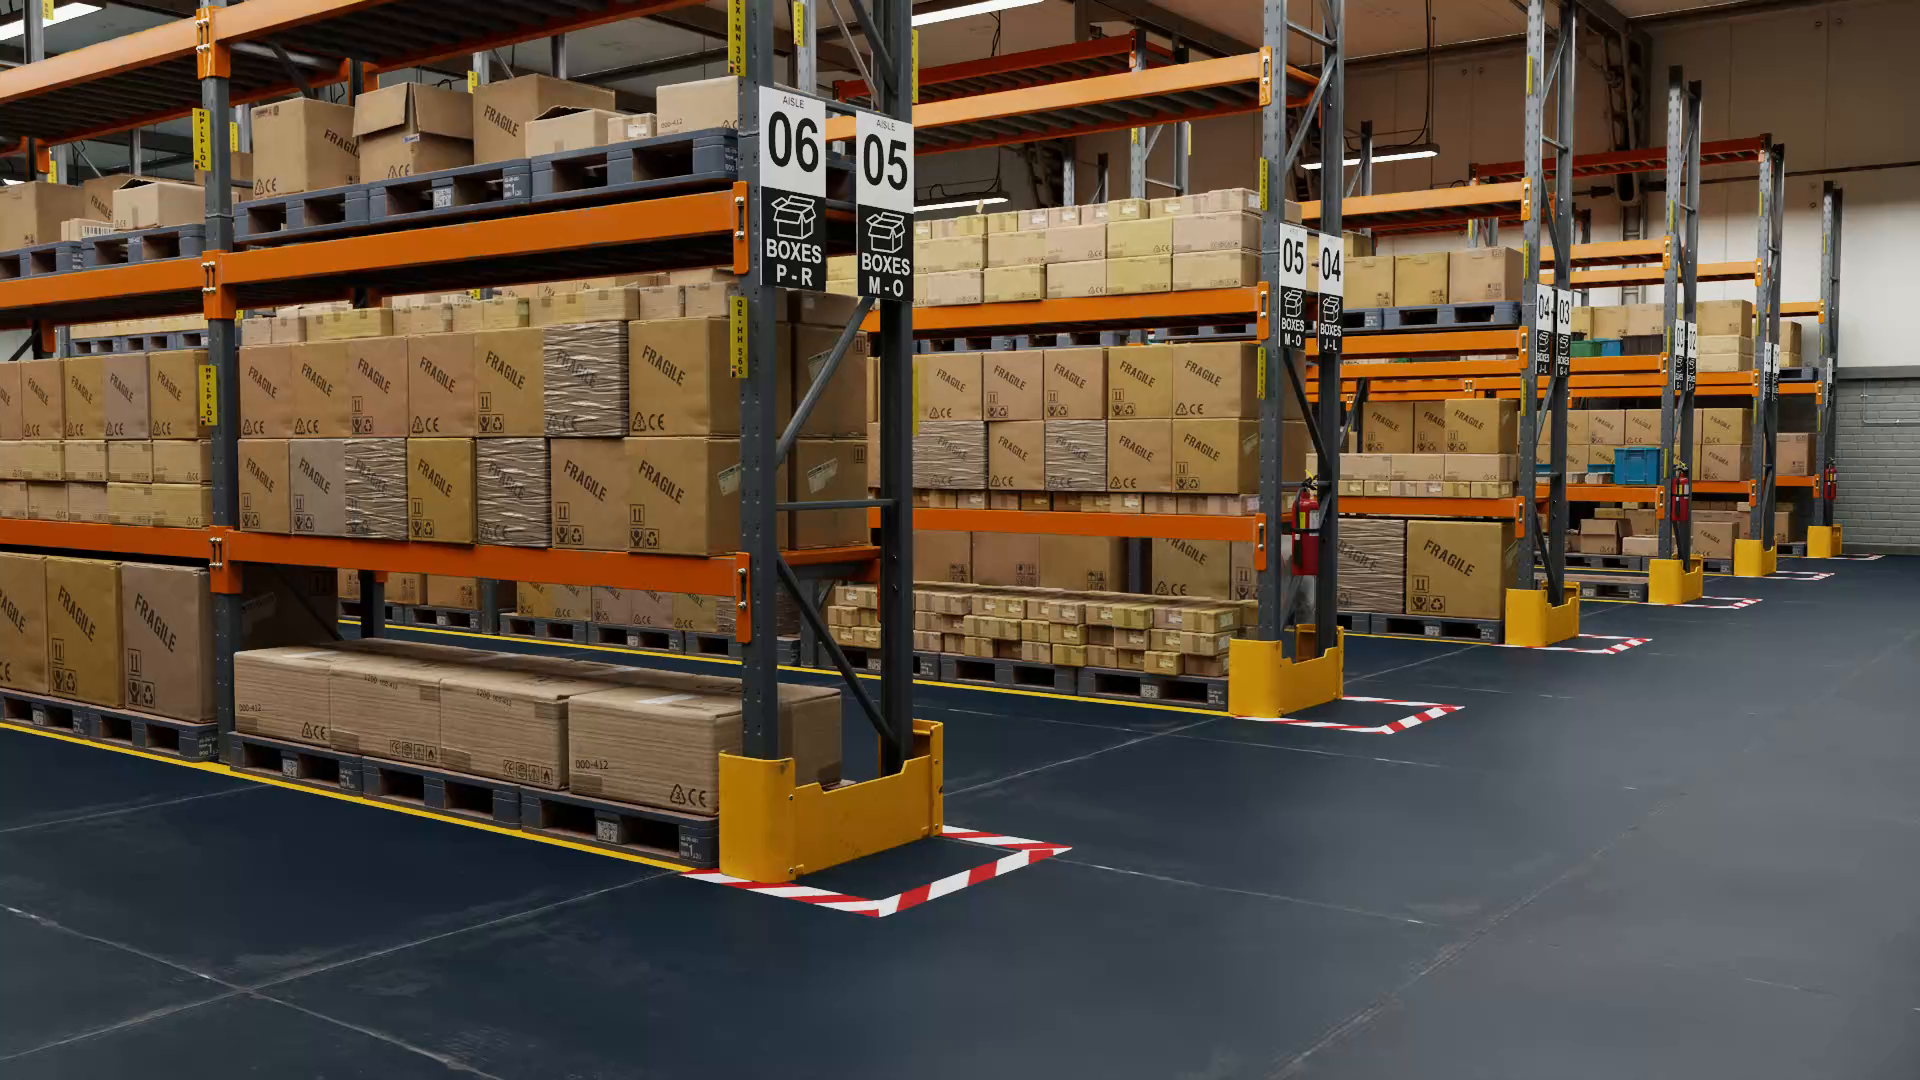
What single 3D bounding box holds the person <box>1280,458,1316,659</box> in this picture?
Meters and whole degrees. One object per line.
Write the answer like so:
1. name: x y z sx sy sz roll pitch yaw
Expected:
1. person: 2.653 0.131 13.101 0.578 1.784 0.475 -2 4 -30
